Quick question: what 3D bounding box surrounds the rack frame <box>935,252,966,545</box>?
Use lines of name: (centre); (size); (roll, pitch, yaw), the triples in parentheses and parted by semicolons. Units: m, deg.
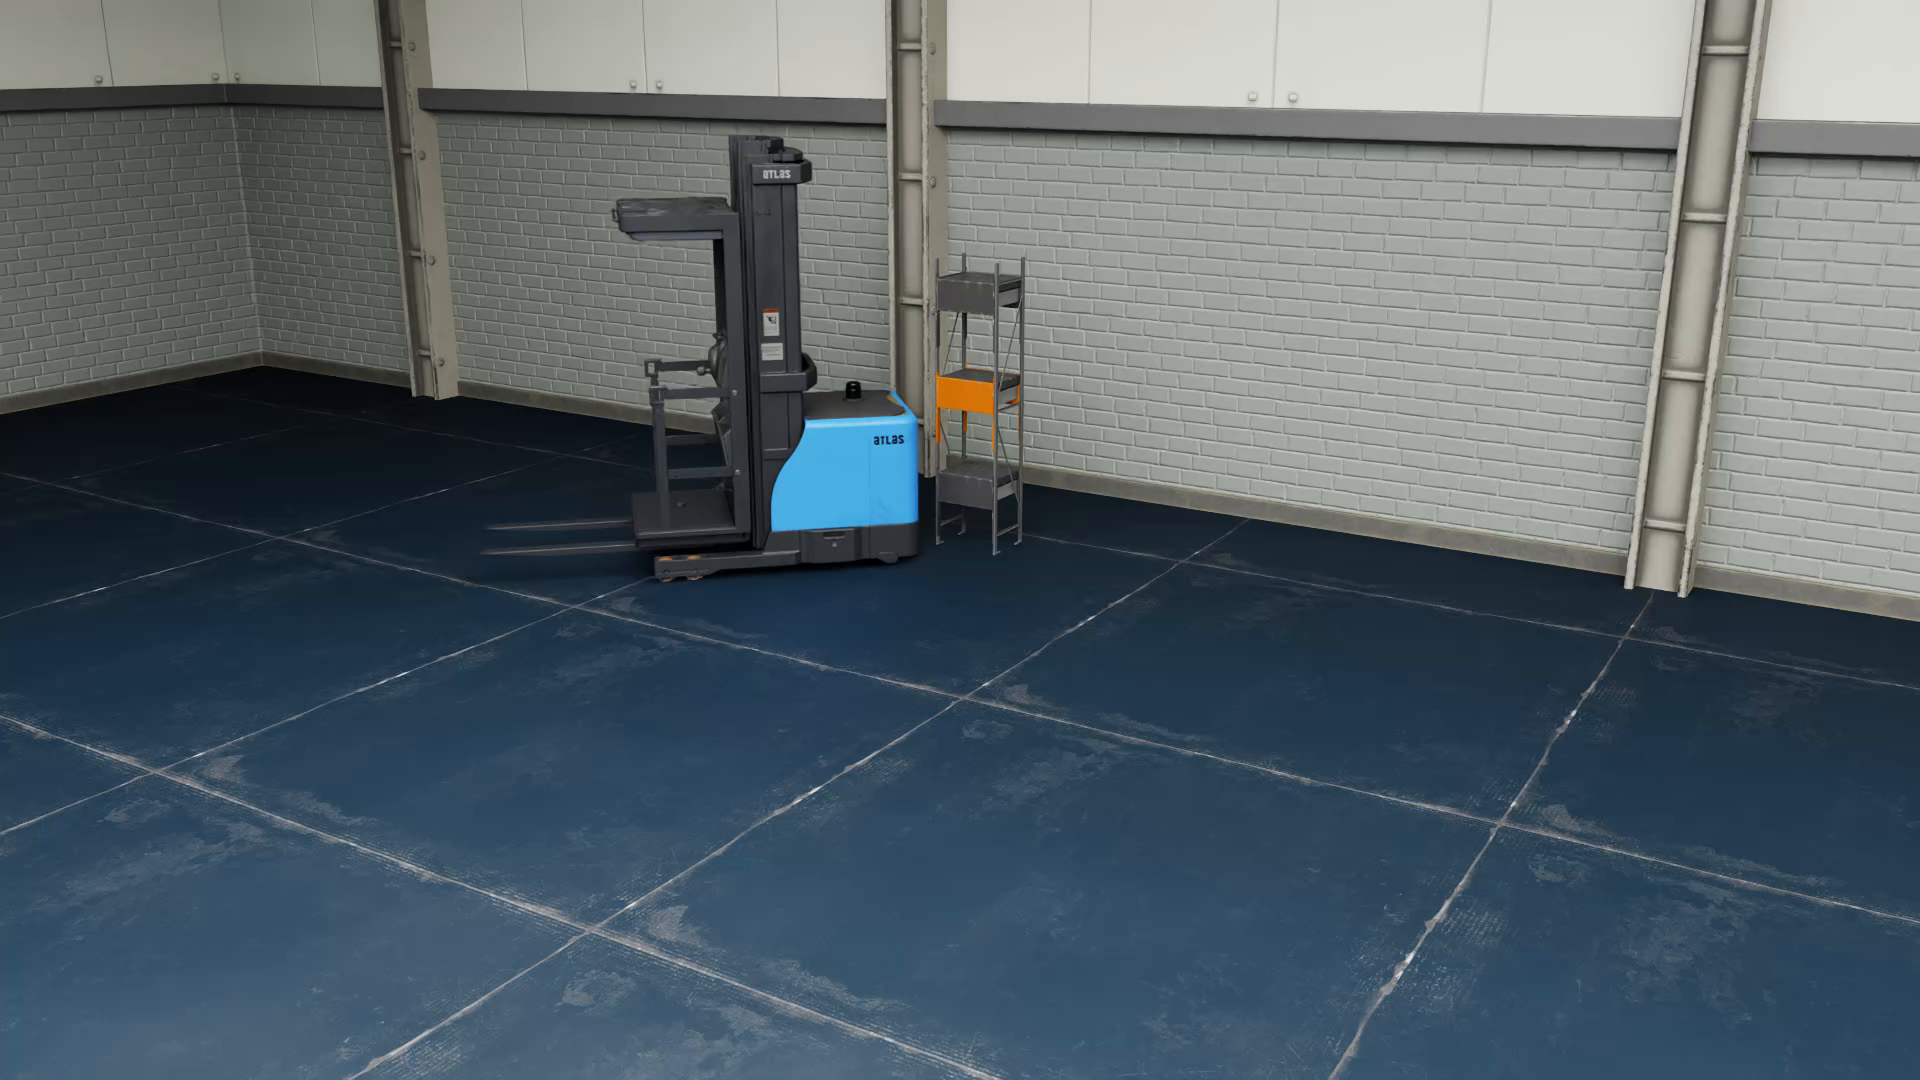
rack frame: (-0.067, -1.017, 12.115); (0.015, 2.100, 0.400); (10, 20, 30)

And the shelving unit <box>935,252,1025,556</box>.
shelving unit: (0.141, -0.979, 11.993); (0.503, 2.100, 0.431); (10, 20, 30)

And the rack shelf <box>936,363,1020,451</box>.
rack shelf: (0.141, -0.966, 11.997); (0.480, 0.518, 0.431); (10, 20, 30)

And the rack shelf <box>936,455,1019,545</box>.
rack shelf: (0.141, -0.297, 12.201); (0.480, 0.518, 0.431); (10, 20, 30)

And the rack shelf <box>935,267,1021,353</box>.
rack shelf: (0.141, -1.636, 11.794); (0.480, 0.518, 0.431); (10, 20, 30)

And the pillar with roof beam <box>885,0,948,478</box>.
pillar with roof beam: (-2.602, -3.835, 9.522); (0.400, 9.000, 9.100); (10, 20, 30)

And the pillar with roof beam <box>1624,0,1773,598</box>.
pillar with roof beam: (2.510, -2.922, 6.518); (0.400, 9.000, 9.100); (10, 20, 30)

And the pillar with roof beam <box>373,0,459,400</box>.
pillar with roof beam: (-7.715, -4.747, 12.527); (0.400, 9.000, 9.100); (10, 20, 30)

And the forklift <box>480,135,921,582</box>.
forklift: (-1.852, -1.283, 11.561); (3.031, 2.935, 1.130); (-4, 17, -12)

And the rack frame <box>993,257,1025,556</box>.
rack frame: (0.349, -0.942, 11.871); (0.015, 2.100, 0.400); (10, 20, 30)
